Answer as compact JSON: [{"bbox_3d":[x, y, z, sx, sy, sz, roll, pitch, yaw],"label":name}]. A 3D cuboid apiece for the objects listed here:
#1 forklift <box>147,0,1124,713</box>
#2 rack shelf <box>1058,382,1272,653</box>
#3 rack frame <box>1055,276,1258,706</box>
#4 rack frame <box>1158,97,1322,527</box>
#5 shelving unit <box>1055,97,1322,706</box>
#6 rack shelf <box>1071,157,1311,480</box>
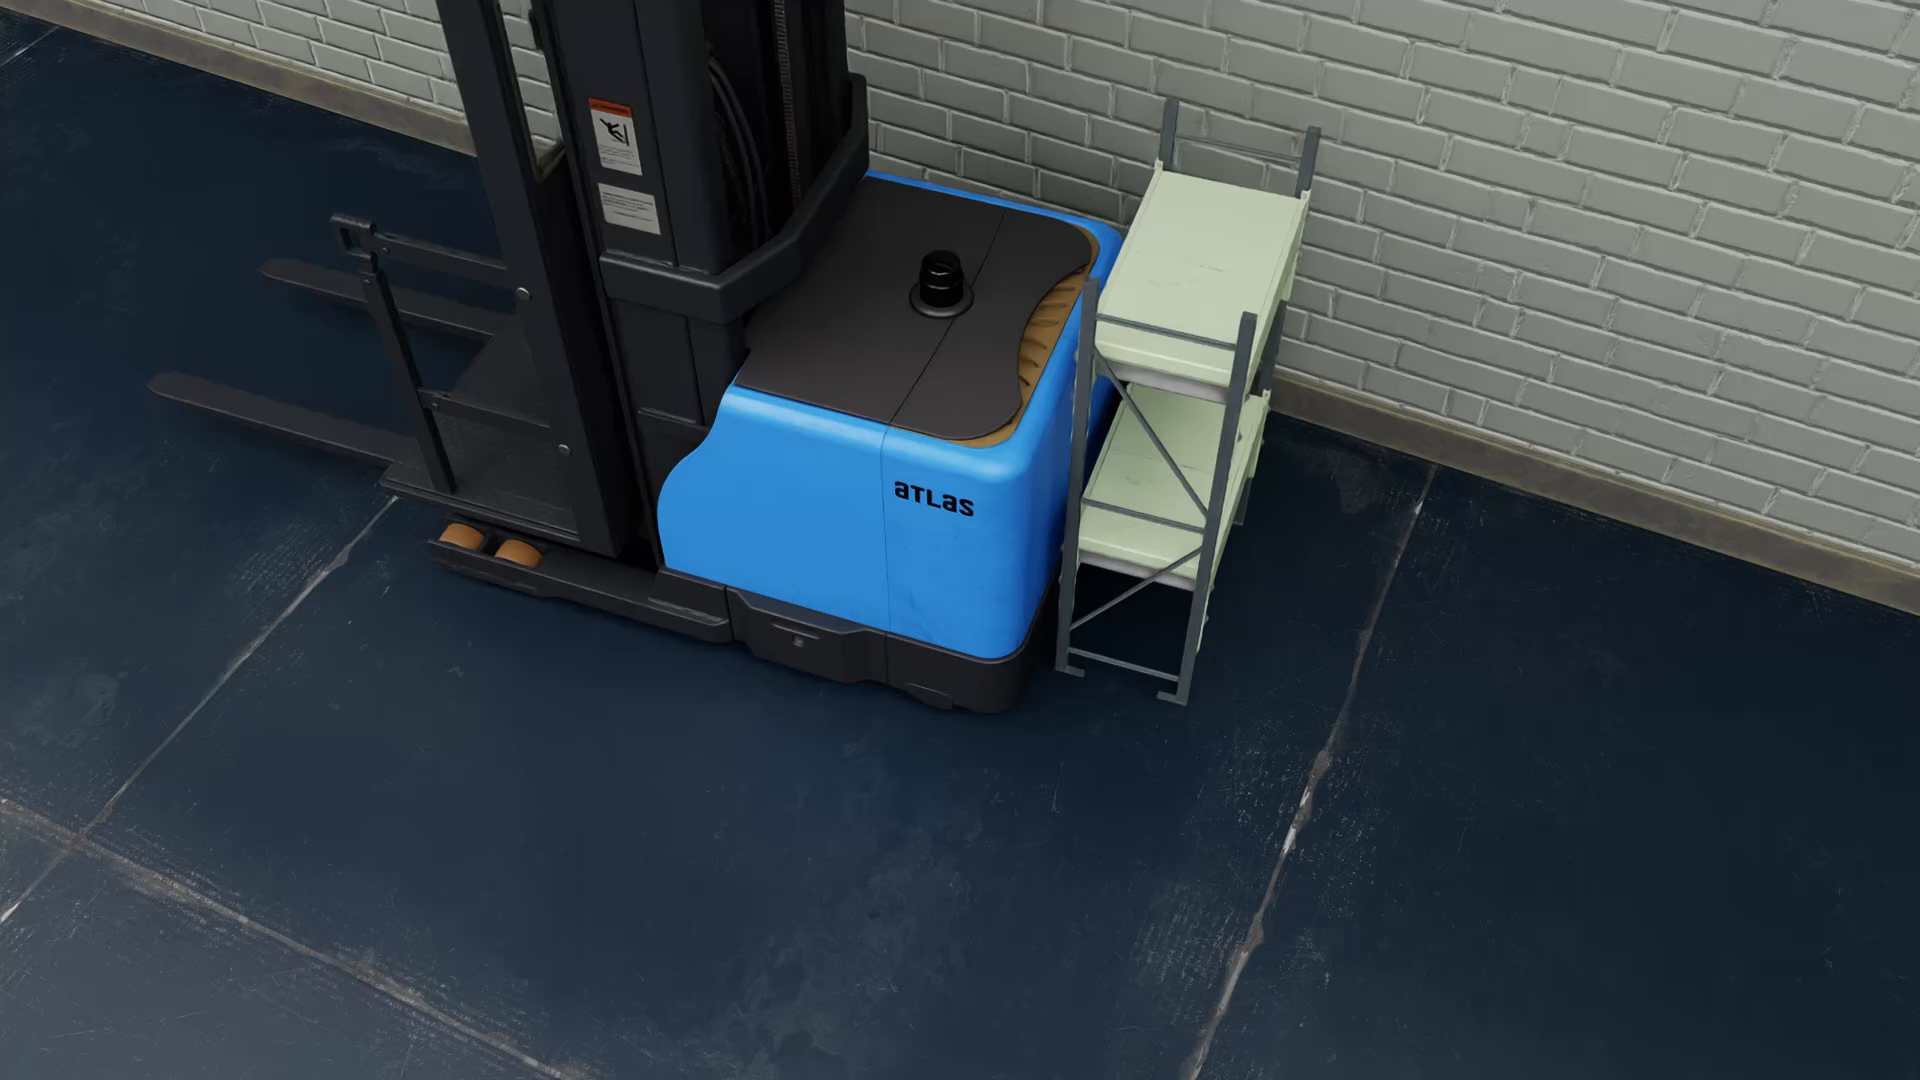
[{"bbox_3d":[-1.098,-1.154,4.307,3.031,2.935,1.130,15,51,13],"label":"forklift"},{"bbox_3d":[0.593,-0.112,4.788,0.431,0.370,0.720,15,51,12],"label":"rack shelf"},{"bbox_3d":[0.473,-0.060,4.316,0.400,1.500,0.023,15,51,12],"label":"rack frame"},{"bbox_3d":[0.713,-0.586,4.764,0.400,1.500,0.023,15,51,12],"label":"rack frame"},{"bbox_3d":[0.593,-0.323,4.540,0.431,1.500,0.755,15,51,12],"label":"shelving unit"},{"bbox_3d":[0.593,-0.576,4.243,0.431,0.370,0.720,15,51,12],"label":"rack shelf"}]
